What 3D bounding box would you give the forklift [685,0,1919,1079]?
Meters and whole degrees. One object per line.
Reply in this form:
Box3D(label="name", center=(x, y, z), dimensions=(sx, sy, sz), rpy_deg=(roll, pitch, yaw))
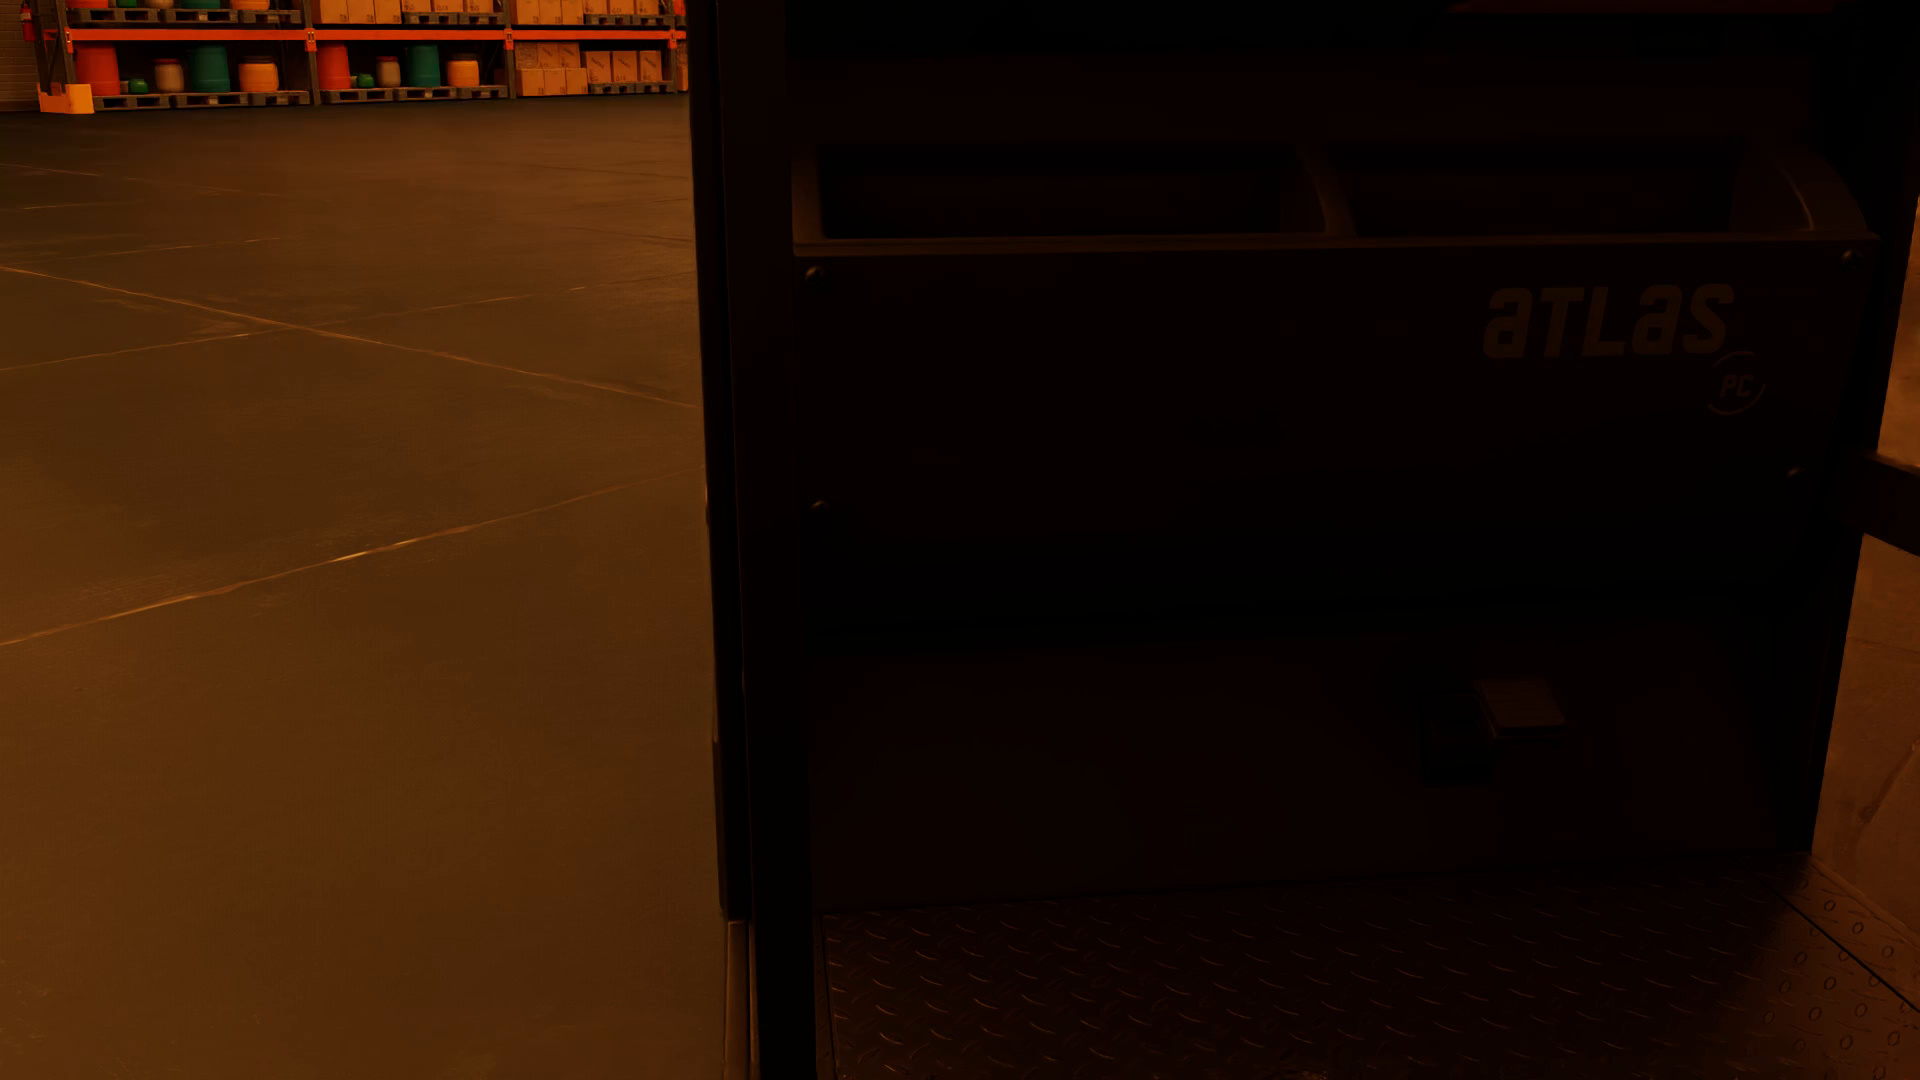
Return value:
Box3D(label="forklift", center=(0.346, -0.667, 1.093), dimensions=(1.130, 2.935, 3.031), rpy_deg=(-2, 17, -7))
